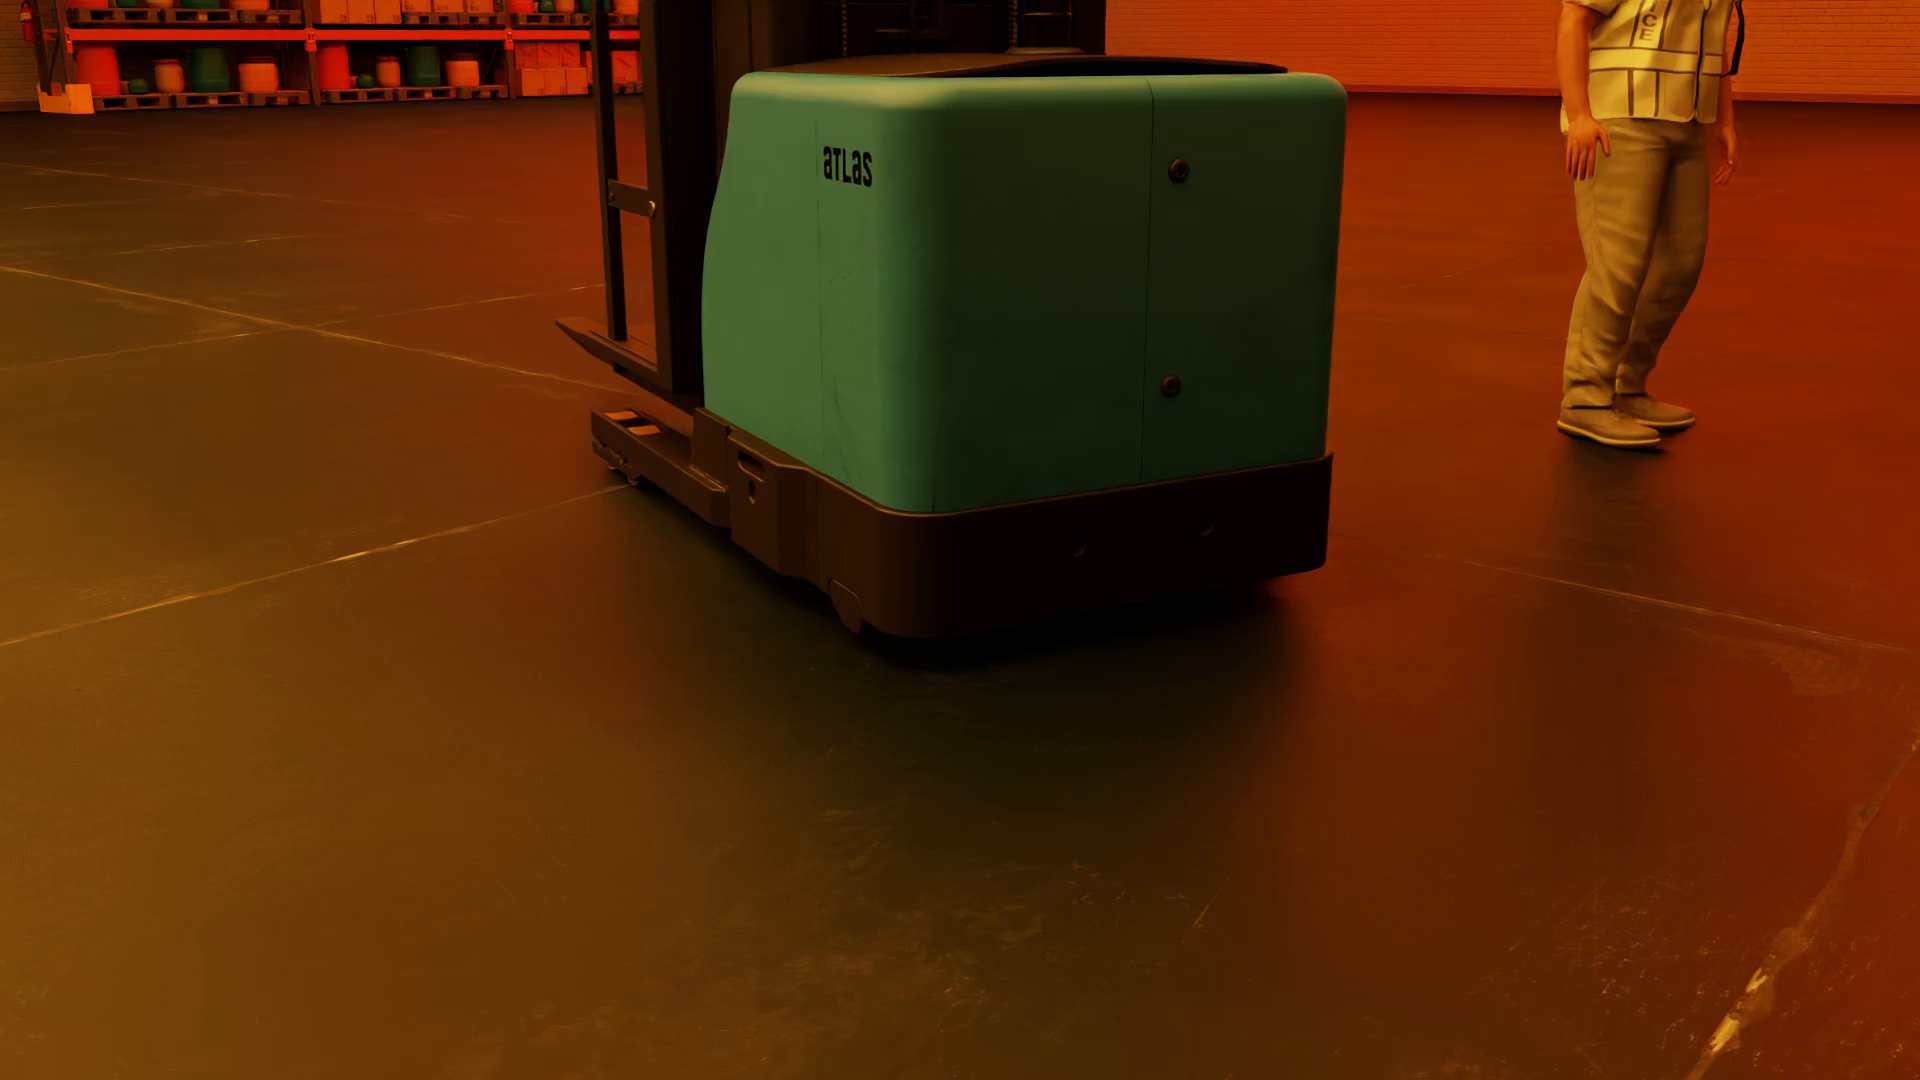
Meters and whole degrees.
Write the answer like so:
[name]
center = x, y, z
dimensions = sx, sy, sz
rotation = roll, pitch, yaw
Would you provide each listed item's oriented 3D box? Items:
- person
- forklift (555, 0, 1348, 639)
[person]
center = 2.010, -1.173, 4.805
dimensions = 0.692, 1.742, 0.493
rotation = -10, 20, -30
[forklift]
center = -0.359, -1.597, 4.157
dimensions = 1.130, 2.935, 3.031
rotation = -9, 19, -27
